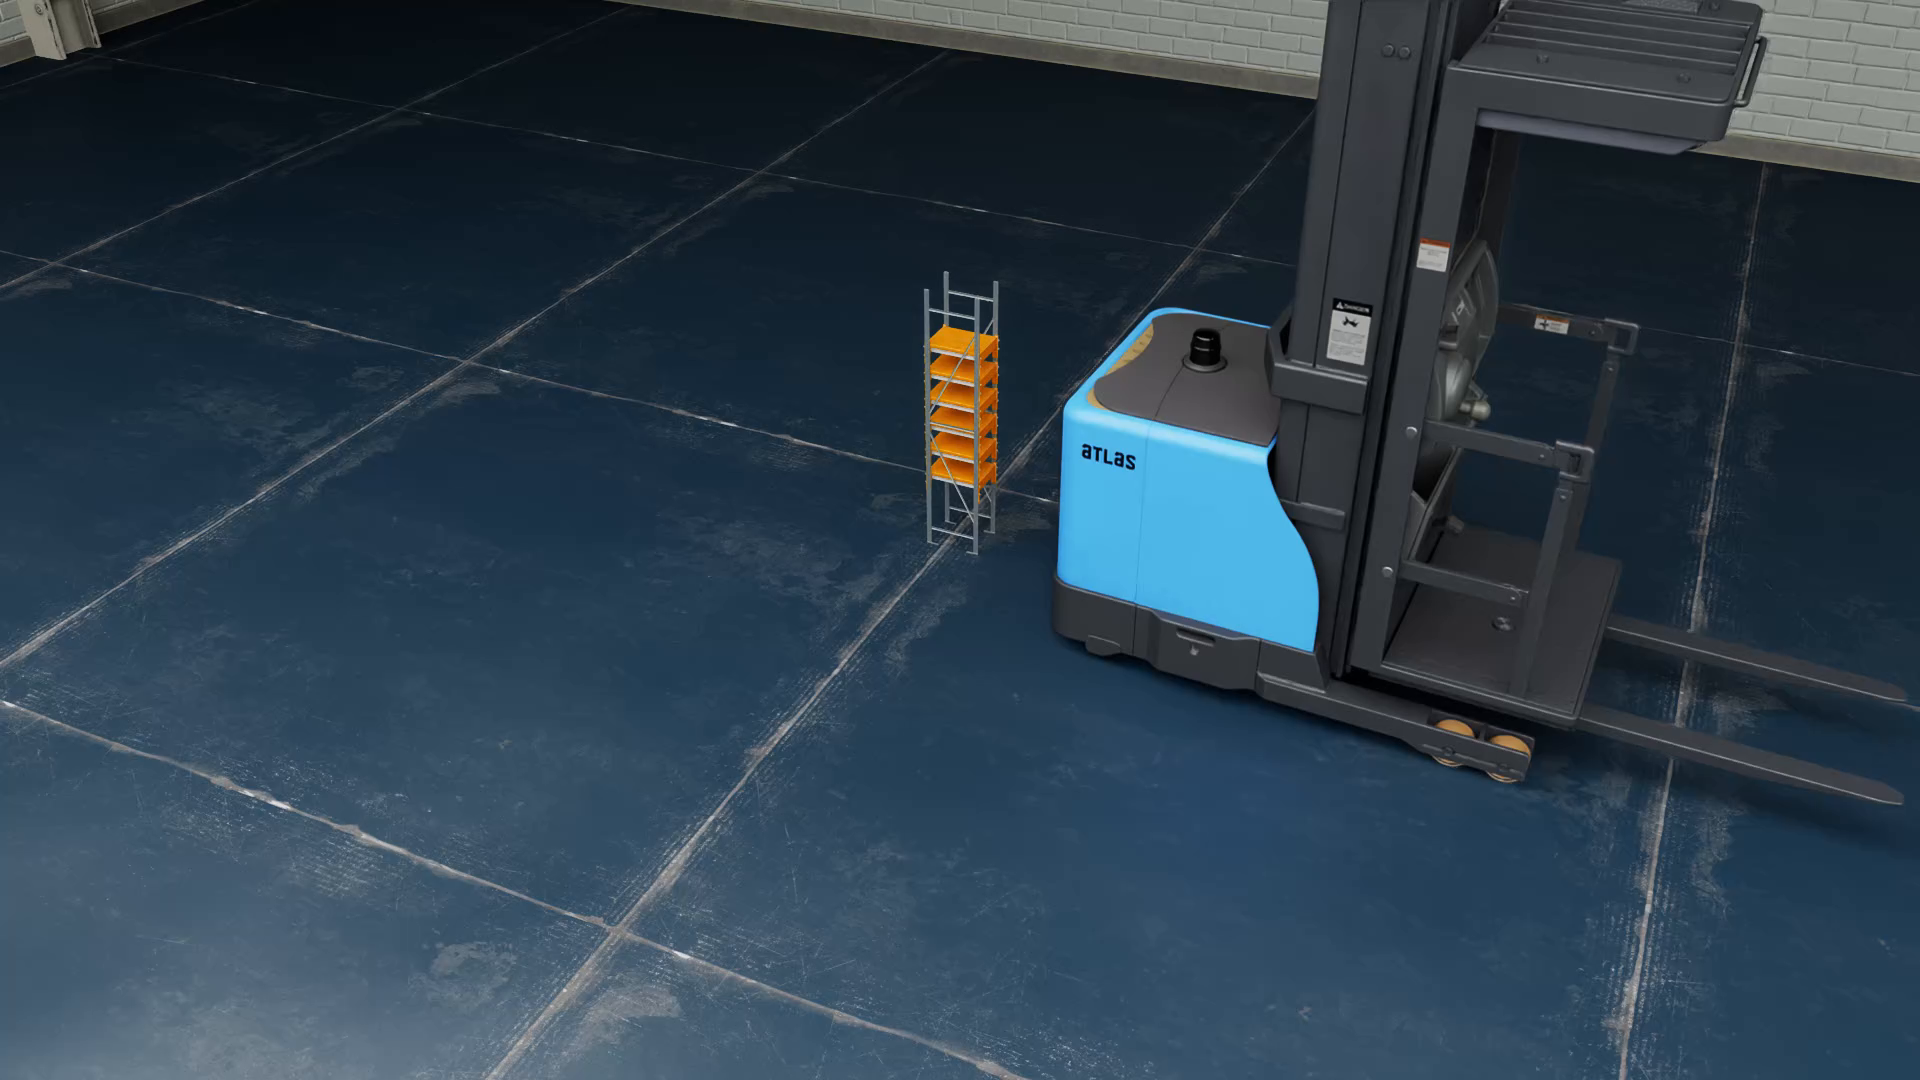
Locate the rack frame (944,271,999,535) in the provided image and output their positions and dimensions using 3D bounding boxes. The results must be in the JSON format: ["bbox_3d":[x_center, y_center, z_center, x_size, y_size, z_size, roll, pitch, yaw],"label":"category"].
[{"bbox_3d":[0.044,-0.555,7.001,0.240,1.200,0.006,14,36,20],"label":"rack frame"}]

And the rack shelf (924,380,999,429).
[{"bbox_3d":[0.006,-0.572,6.891,0.258,0.103,0.180,14,36,20],"label":"rack shelf"}]

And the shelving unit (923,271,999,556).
[{"bbox_3d":[0.006,-0.509,6.932,0.258,1.200,0.189,14,36,20],"label":"shelving unit"}]

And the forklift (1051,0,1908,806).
[{"bbox_3d":[1.917,-0.695,5.638,3.031,2.935,1.130,15,36,22],"label":"forklift"}]

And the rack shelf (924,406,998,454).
[{"bbox_3d":[0.006,-0.472,6.956,0.258,0.103,0.180,14,36,20],"label":"rack shelf"}]

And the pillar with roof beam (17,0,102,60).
[{"bbox_3d":[-3.146,-6.647,9.181,9.100,9.000,0.400,14,36,20],"label":"pillar with roof beam"}]

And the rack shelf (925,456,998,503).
[{"bbox_3d":[0.006,-0.271,7.088,0.258,0.103,0.180,14,36,20],"label":"rack shelf"}]

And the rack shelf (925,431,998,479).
[{"bbox_3d":[0.006,-0.371,7.022,0.258,0.103,0.180,14,36,20],"label":"rack shelf"}]

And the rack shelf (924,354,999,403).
[{"bbox_3d":[0.006,-0.673,6.825,0.258,0.103,0.180,14,36,20],"label":"rack shelf"}]

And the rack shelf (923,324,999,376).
[{"bbox_3d":[0.006,-0.773,6.759,0.258,0.103,0.180,14,36,20],"label":"rack shelf"}]

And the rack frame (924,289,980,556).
[{"bbox_3d":[-0.032,-0.463,6.862,0.240,1.200,0.006,14,36,20],"label":"rack frame"}]
